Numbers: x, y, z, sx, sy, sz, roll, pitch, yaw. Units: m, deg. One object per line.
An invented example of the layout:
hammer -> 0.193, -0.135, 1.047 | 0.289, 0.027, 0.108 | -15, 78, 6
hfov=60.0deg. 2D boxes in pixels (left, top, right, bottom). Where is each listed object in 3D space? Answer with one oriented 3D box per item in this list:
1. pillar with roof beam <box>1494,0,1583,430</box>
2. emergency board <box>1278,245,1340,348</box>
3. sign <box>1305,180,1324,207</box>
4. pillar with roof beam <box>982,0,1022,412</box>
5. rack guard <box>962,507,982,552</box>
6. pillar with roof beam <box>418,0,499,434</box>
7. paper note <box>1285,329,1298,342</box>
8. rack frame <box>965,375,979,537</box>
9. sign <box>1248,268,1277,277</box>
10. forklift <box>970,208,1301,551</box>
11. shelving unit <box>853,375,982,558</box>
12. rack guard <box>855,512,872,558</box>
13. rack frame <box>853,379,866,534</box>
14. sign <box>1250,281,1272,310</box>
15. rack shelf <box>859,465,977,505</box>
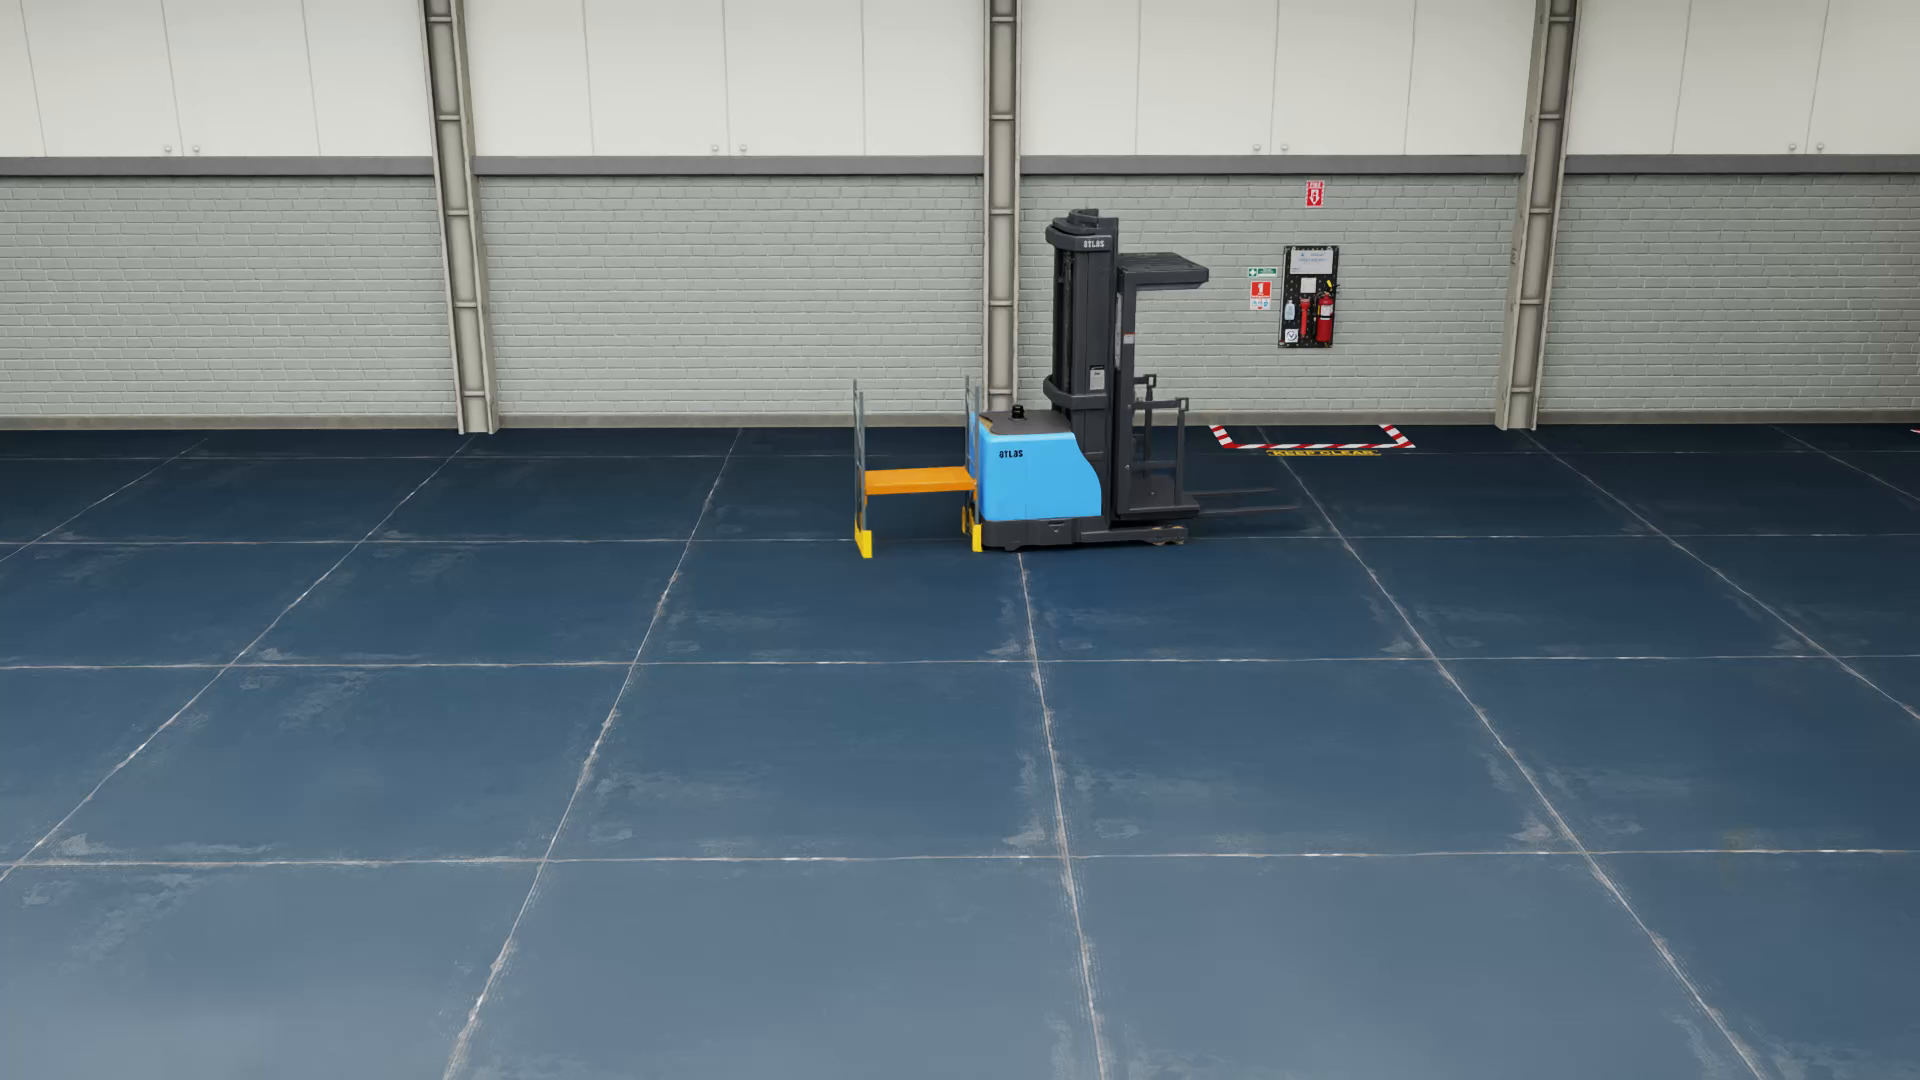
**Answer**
pillar with roof beam -> 6.526, -4.288, 13.884 | 0.400, 9.000, 9.100 | 0, 18, -1
emergency board -> 3.986, -2.746, 18.898 | 0.643, 1.169, 0.194 | 0, 18, -1
sign -> 3.977, -3.880, 18.639 | 0.199, 0.298, 0.001 | 0, 18, -1
pillar with roof beam -> 0.527, -4.259, 13.793 | 0.400, 9.000, 9.100 | 0, 18, -1
rack guard -> 0.108, -0.101, 15.156 | 0.087, 0.250, 0.587 | -3, 18, -10
pillar with roof beam -> -5.473, -4.230, 13.703 | 0.400, 9.000, 9.100 | 0, 18, -1
paper note -> 3.808, -2.346, 19.096 | 0.142, 0.148, 0.016 | 0, 18, -1
rack frame -> 0.109, -0.696, 14.966 | 0.032, 1.500, 0.500 | -3, 18, -10
sign -> 3.437, -3.041, 18.893 | 0.331, 0.109, 0.001 | 0, 18, -1
forklift -> 1.620, -1.500, 15.126 | 3.031, 2.935, 1.130 | -3, 18, -10
shelving unit -> -0.382, -0.669, 14.880 | 1.083, 1.500, 0.587 | -3, 18, -10
rack guard -> -0.872, -0.047, 14.986 | 0.087, 0.250, 0.587 | -3, 18, -10
rack frame -> -0.891, -0.641, 14.792 | 0.032, 1.500, 0.500 | -3, 18, -10
sign -> 3.432, -2.791, 18.982 | 0.234, 0.329, 0.001 | 0, 18, -1
rack shelf -> -0.391, -0.497, 14.934 | 1.000, 0.185, 0.538 | -3, 18, -10
